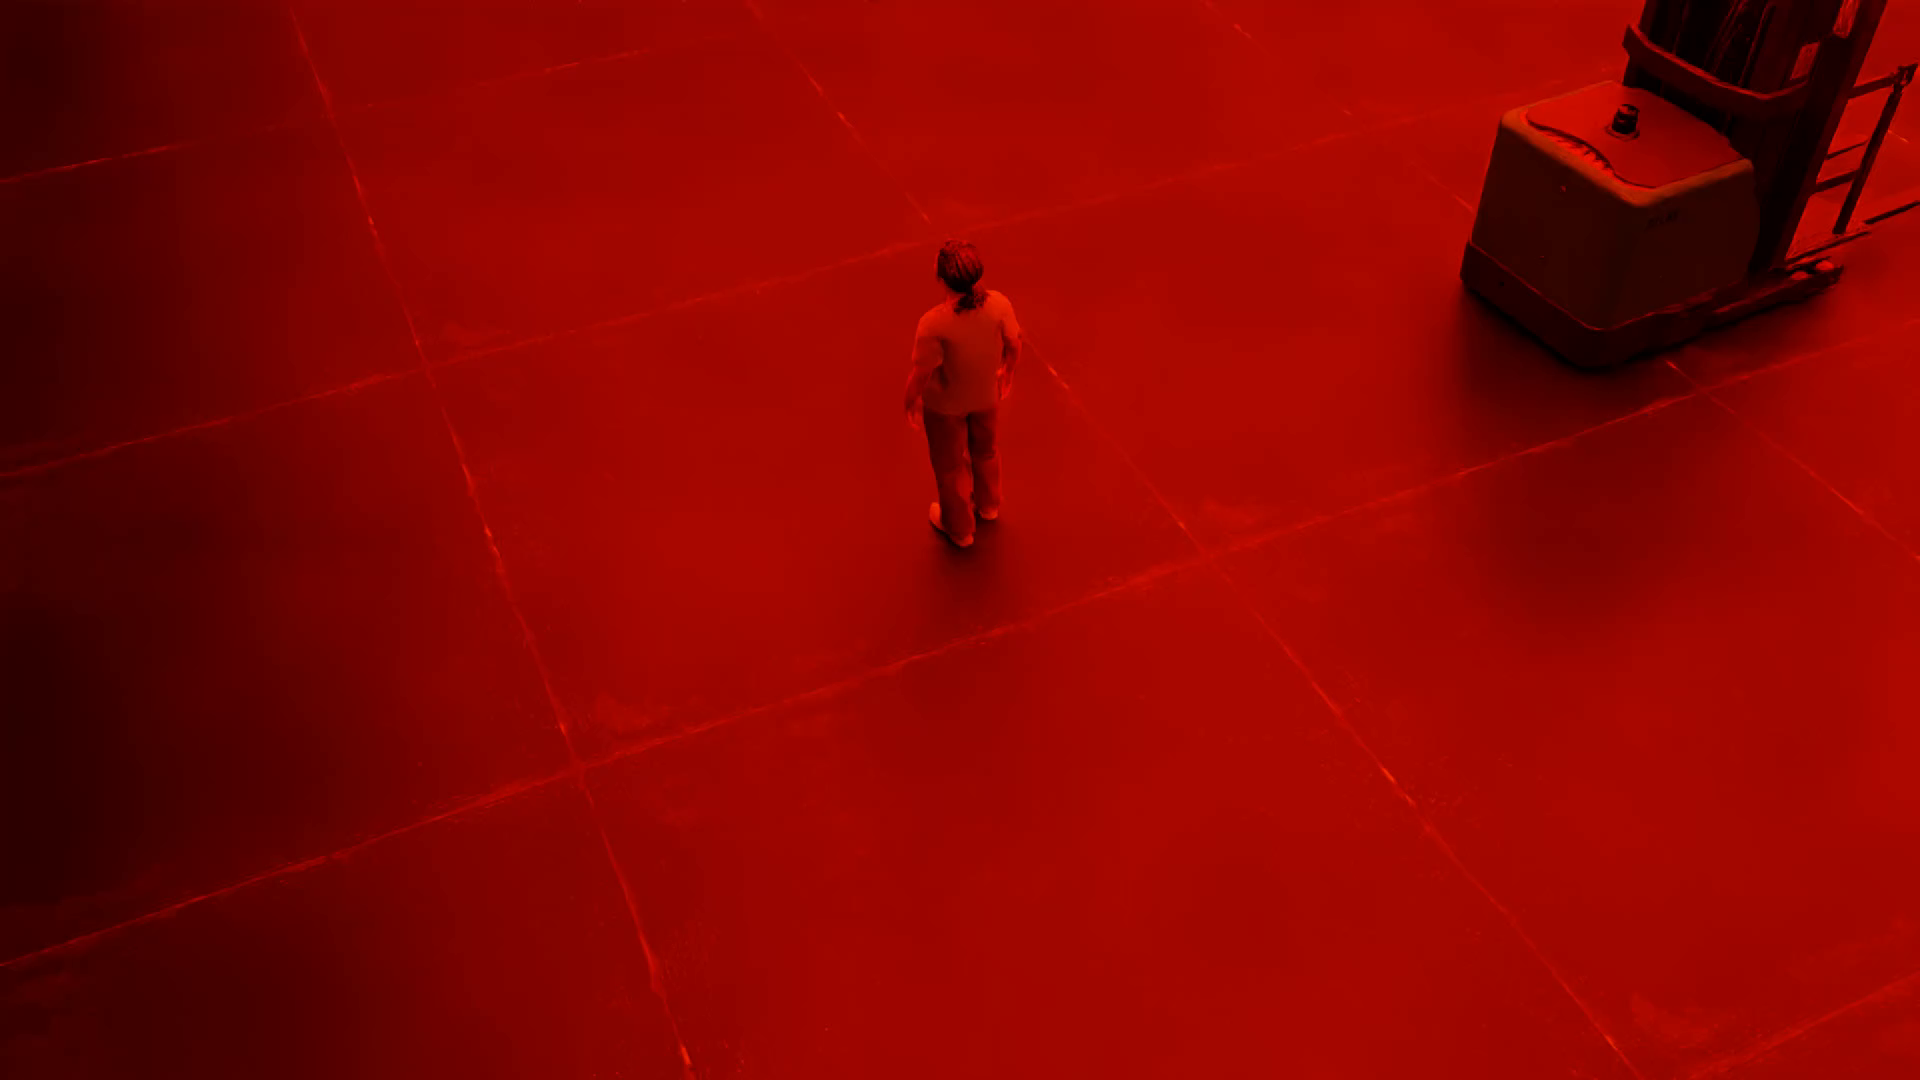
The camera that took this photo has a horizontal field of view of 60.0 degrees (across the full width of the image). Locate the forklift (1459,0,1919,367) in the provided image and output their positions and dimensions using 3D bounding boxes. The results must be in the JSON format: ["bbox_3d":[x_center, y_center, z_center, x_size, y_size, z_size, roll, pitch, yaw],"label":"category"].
[{"bbox_3d":[4.338,-2.700,8.573,3.031,2.935,1.130,-20,47,-20],"label":"forklift"}]

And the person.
[{"bbox_3d":[-0.021,-0.667,7.304,0.554,1.674,0.548,-18,46,-18],"label":"person"}]
